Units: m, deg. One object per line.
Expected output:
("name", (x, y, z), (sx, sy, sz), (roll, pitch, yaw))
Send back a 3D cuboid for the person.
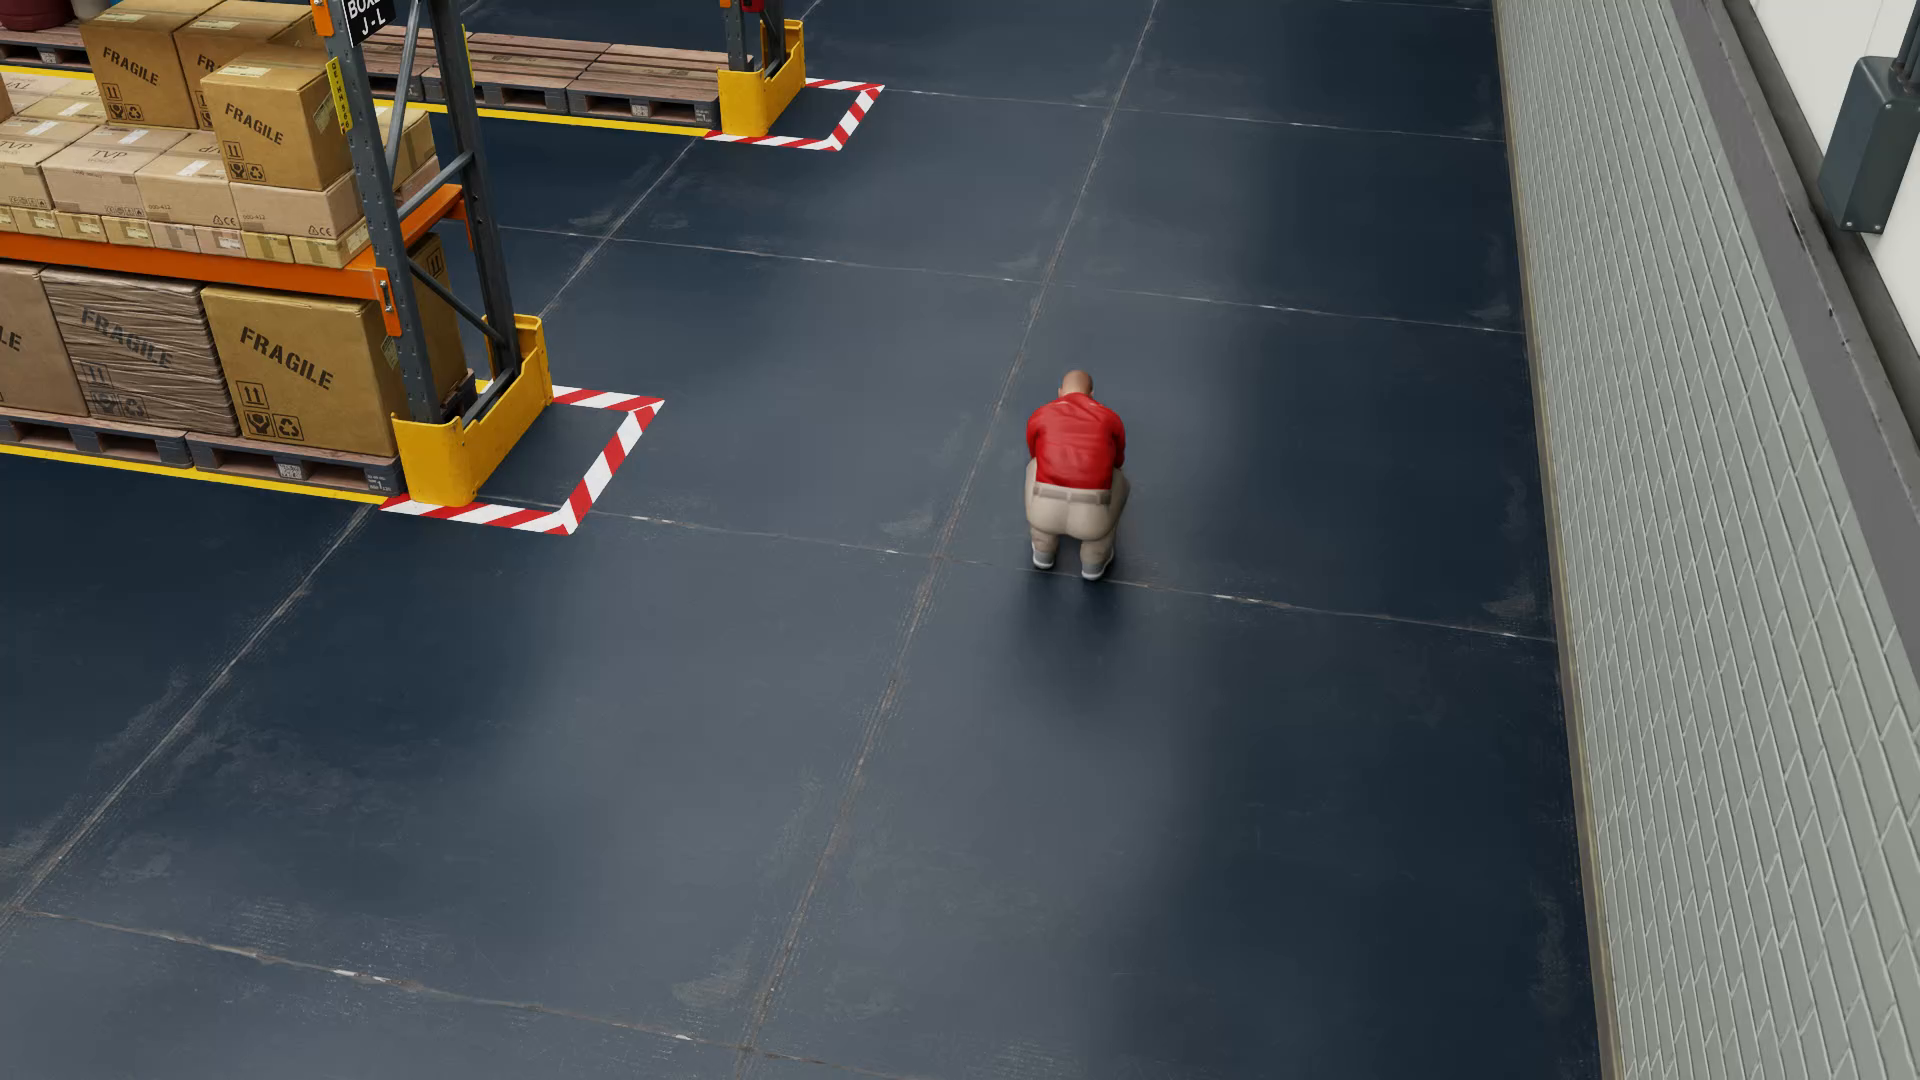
("person", (0.570, -0.273, 8.228), (0.537, 0.860, 0.894), (7, 37, 10))
